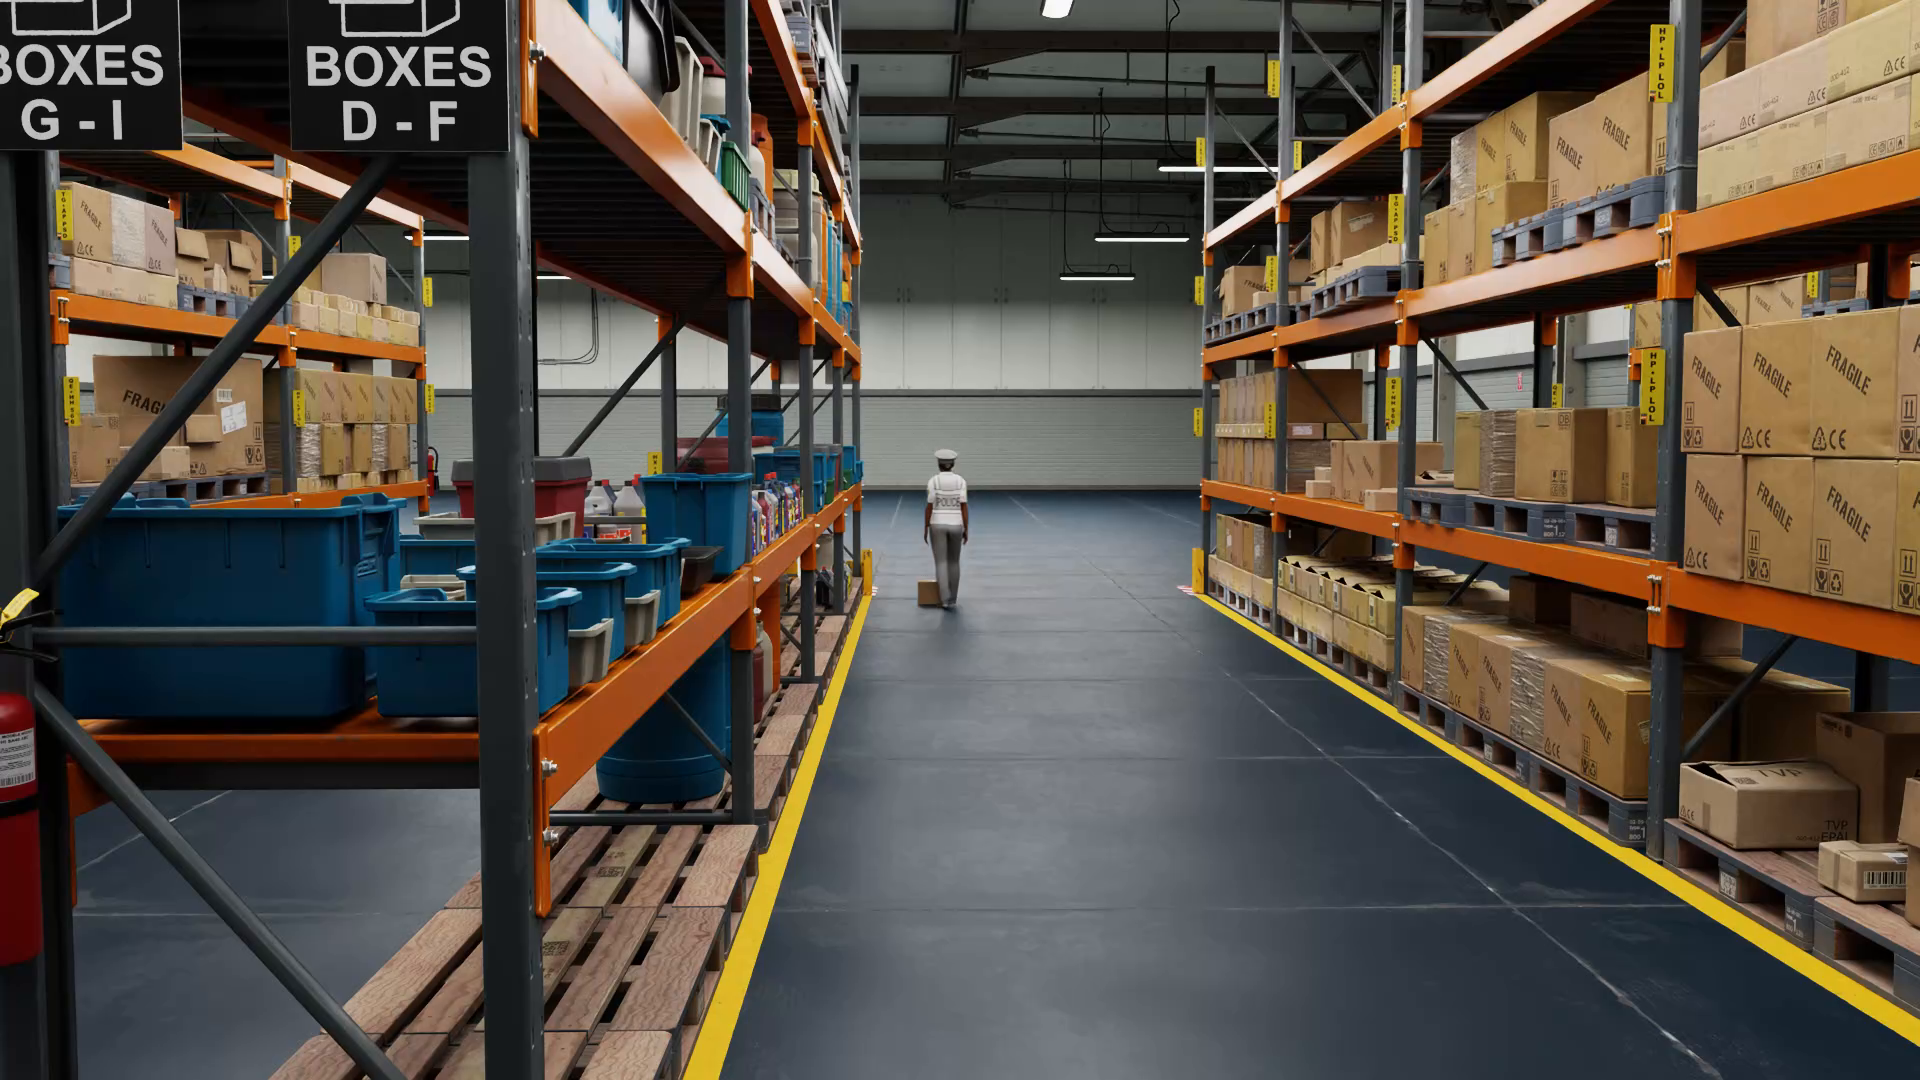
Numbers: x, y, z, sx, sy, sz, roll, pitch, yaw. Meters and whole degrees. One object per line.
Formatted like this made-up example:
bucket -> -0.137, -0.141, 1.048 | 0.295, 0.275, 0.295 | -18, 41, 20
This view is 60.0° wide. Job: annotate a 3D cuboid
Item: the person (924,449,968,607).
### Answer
person -> -0.179, -0.131, 17.732 | 0.462, 1.673, 0.694 | -1, 4, -14
